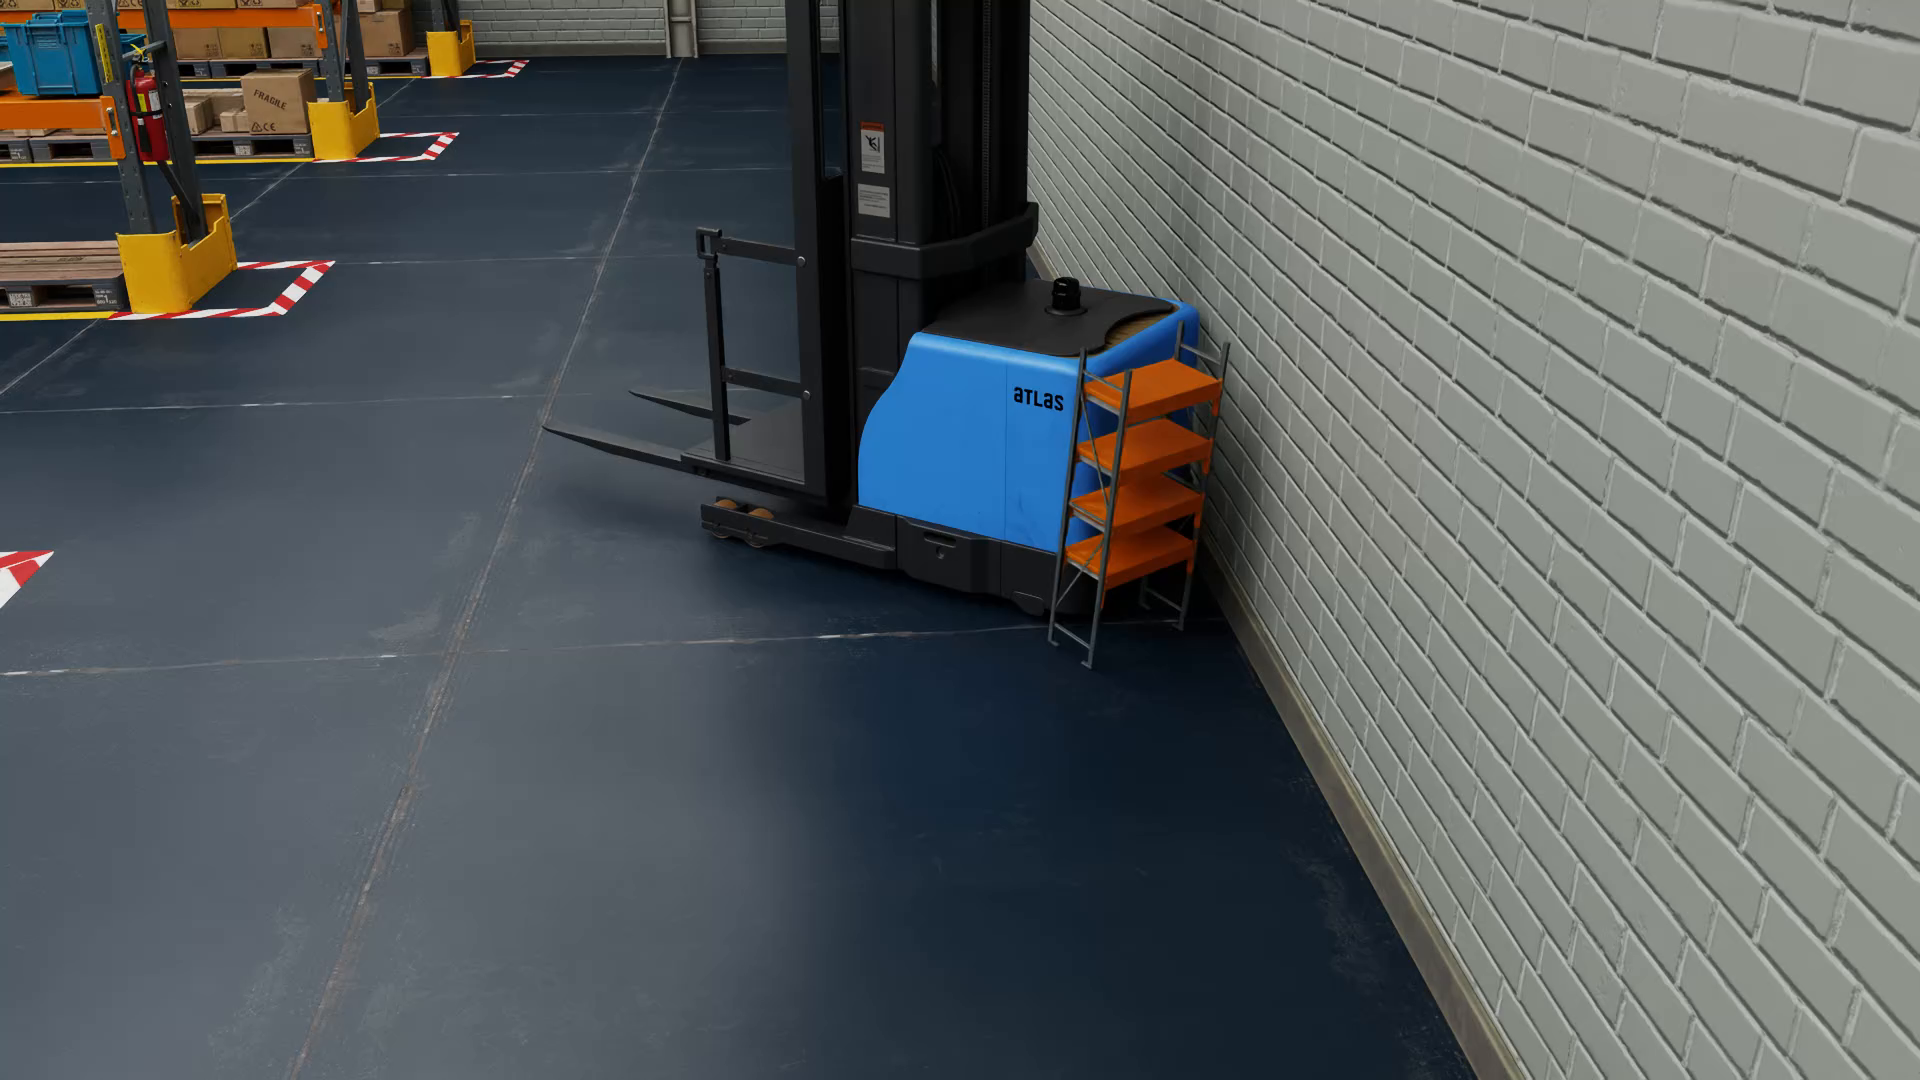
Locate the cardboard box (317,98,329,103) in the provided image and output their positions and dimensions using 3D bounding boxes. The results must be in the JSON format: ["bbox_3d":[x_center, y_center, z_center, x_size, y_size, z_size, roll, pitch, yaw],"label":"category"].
[{"bbox_3d":[-6.058,-4.046,15.628,0.250,0.149,0.380,-2,24,-5],"label":"cardboard box"}]

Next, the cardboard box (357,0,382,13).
[{"bbox_3d":[-6.895,-6.226,19.327,0.250,0.149,0.380,-3,24,-6],"label":"cardboard box"}]

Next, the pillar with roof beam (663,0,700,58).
[{"bbox_3d":[-3.073,-8.486,15.263,0.400,9.000,9.100,-2,24,-5],"label":"pillar with roof beam"}]

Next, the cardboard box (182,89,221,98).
[{"bbox_3d":[-7.172,-4.023,15.452,0.500,0.250,0.500,-2,24,-5],"label":"cardboard box"}]

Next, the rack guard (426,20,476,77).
[{"bbox_3d":[-6.075,-5.886,19.878,0.348,0.500,1.175,-2,24,-5],"label":"rack guard"}]

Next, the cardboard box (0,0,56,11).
[{"bbox_3d":[-8.047,-4.862,14.373,0.500,0.500,0.500,-2,24,-5],"label":"cardboard box"}]

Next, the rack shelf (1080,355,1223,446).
[{"bbox_3d":[0.672,-0.500,5.906,0.480,0.148,0.258,-19,36,-36],"label":"rack shelf"}]

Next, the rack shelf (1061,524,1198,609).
[{"bbox_3d":[0.625,0.075,6.224,0.480,0.148,0.258,-19,36,-36],"label":"rack shelf"}]

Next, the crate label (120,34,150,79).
[{"bbox_3d":[-5.403,-3.097,10.658,0.303,0.233,0.416,-2,24,-5],"label":"crate label"}]

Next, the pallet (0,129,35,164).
[{"bbox_3d":[-8.905,-3.618,15.131,1.213,0.211,1.003,-2,24,-5],"label":"pallet"}]

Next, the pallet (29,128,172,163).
[{"bbox_3d":[-7.688,-3.668,15.244,1.213,0.211,1.003,-2,24,-5],"label":"pallet"}]

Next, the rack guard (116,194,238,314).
[{"bbox_3d":[-5.102,-1.887,10.880,0.348,0.500,1.175,-2,24,-5],"label":"rack guard"}]

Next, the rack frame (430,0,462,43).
[{"bbox_3d":[-6.098,-7.028,19.368,0.127,3.000,1.000,-2,24,-5],"label":"rack frame"}]

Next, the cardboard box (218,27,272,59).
[{"bbox_3d":[-8.314,-5.944,19.491,0.500,0.500,0.700,-2,24,-4],"label":"cardboard box"}]

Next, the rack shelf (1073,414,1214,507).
[{"bbox_3d":[0.655,-0.294,6.021,0.480,0.148,0.258,-19,36,-36],"label":"rack shelf"}]

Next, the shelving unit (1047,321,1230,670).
[{"bbox_3d":[0.644,-0.157,6.096,0.503,1.200,0.258,-19,36,-36],"label":"shelving unit"}]

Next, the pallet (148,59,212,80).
[{"bbox_3d":[-9.315,-5.592,19.572,1.213,0.211,1.003,-2,24,-5],"label":"pallet"}]

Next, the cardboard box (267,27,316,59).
[{"bbox_3d":[-7.784,-5.968,19.546,0.500,0.500,0.700,-3,24,-7],"label":"cardboard box"}]

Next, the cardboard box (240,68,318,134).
[{"bbox_3d":[-6.125,-3.963,15.009,0.500,0.500,0.500,-2,24,-5],"label":"cardboard box"}]

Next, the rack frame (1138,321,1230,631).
[{"bbox_3d":[0.832,-0.221,6.239,0.015,1.200,0.240,-19,36,-36],"label":"rack frame"}]

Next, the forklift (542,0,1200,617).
[{"bbox_3d":[-0.532,-1.473,6.954,3.031,2.935,1.130,14,28,29],"label":"forklift"}]

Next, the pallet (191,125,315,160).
[{"bbox_3d":[-6.477,-3.716,15.350,1.213,0.211,1.003,-2,24,-5],"label":"pallet"}]

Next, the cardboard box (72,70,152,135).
[{"bbox_3d":[-7.719,-4.003,15.095,0.637,0.503,0.797,-2,24,-5],"label":"cardboard box"}]

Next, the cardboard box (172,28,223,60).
[{"bbox_3d":[-8.825,-5.925,19.447,0.500,0.500,0.700,-3,24,-6],"label":"cardboard box"}]

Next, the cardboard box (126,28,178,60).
[{"bbox_3d":[-9.325,-5.906,19.405,0.500,0.500,0.700,-2,24,-4],"label":"cardboard box"}]

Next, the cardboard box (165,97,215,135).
[{"bbox_3d":[-7.073,-3.823,15.002,0.500,0.250,0.500,-2,24,-5],"label":"cardboard box"}]

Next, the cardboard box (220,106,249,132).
[{"bbox_3d":[-6.537,-3.831,15.122,0.250,0.166,0.380,-2,24,-5],"label":"cardboard box"}]

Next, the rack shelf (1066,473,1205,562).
[{"bbox_3d":[0.640,-0.098,6.129,0.480,0.148,0.258,-19,36,-36],"label":"rack shelf"}]

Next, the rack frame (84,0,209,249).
[{"bbox_3d":[-5.125,-3.023,10.358,0.127,3.000,1.000,-2,24,-5],"label":"rack frame"}]

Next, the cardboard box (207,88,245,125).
[{"bbox_3d":[-6.674,-4.043,15.497,0.500,0.250,0.500,-2,24,-5],"label":"cardboard box"}]

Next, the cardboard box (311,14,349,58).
[{"bbox_3d":[-7.283,-5.989,19.591,0.500,0.500,0.700,-2,24,-5],"label":"cardboard box"}]

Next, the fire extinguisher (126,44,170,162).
[{"bbox_3d":[-4.930,-2.640,10.050,0.183,0.674,0.296,-2,24,-5],"label":"fire extinguisher"}]

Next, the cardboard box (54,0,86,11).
[{"bbox_3d":[-7.541,-4.883,14.421,0.500,0.500,0.500,-3,24,-6],"label":"cardboard box"}]

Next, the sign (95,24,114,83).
[{"bbox_3d":[-5.054,-2.876,9.827,0.005,0.325,0.100,-2,24,-5],"label":"sign"}]

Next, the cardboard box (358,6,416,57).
[{"bbox_3d":[-6.785,-6.009,19.636,0.500,0.500,0.700,-2,24,-5],"label":"cardboard box"}]

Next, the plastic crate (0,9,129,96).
[{"bbox_3d":[-5.440,-2.978,10.139,0.499,0.435,0.616,-2,24,-5],"label":"plastic crate"}]

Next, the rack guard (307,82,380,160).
[{"bbox_3d":[-5.683,-3.880,15.364,0.348,0.500,1.175,-2,24,-5],"label":"rack guard"}]

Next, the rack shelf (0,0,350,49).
[{"bbox_3d":[-7.598,-4.617,14.830,4.000,0.370,1.077,-2,24,-5],"label":"rack shelf"}]

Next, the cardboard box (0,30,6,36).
[{"bbox_3d":[-10.713,-5.999,19.183,0.750,0.750,0.750,-2,24,-5],"label":"cardboard box"}]

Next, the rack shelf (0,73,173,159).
[{"bbox_3d":[-7.115,-2.615,10.325,4.000,0.370,1.077,-2,24,-5],"label":"rack shelf"}]

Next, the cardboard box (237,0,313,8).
[{"bbox_3d":[-6.027,-4.943,14.555,0.500,0.500,0.500,-2,24,-4],"label":"cardboard box"}]

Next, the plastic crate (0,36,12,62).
[{"bbox_3d":[-6.058,-3.071,10.598,0.300,0.233,0.416,-2,24,-5],"label":"plastic crate"}]

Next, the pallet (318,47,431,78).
[{"bbox_3d":[-6.886,-5.690,19.791,1.213,0.211,1.003,-2,24,-5],"label":"pallet"}]

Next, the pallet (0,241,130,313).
[{"bbox_3d":[-5.949,-1.732,10.886,1.213,0.211,1.003,-2,24,-5],"label":"pallet"}]

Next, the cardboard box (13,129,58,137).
[{"bbox_3d":[-8.290,-3.740,14.918,0.250,0.166,0.380,-2,24,-5],"label":"cardboard box"}]

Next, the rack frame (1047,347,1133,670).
[{"bbox_3d":[0.457,-0.094,5.954,0.015,1.200,0.240,-19,36,-36],"label":"rack frame"}]

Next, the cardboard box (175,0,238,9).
[{"bbox_3d":[-6.543,-4.921,14.505,0.500,0.500,0.500,-2,24,-5],"label":"cardboard box"}]

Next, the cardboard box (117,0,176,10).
[{"bbox_3d":[-7.040,-4.903,14.466,0.500,0.500,0.500,-2,24,-5],"label":"cardboard box"}]

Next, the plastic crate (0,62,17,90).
[{"bbox_3d":[-5.918,-2.824,10.162,0.243,0.136,0.396,-2,24,-5],"label":"plastic crate"}]

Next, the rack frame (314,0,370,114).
[{"bbox_3d":[-5.608,-5.025,14.863,0.127,3.000,1.000,-2,24,-5],"label":"rack frame"}]

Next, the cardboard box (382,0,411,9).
[{"bbox_3d":[-6.680,-6.391,19.698,0.250,0.149,0.380,-2,24,-5],"label":"cardboard box"}]

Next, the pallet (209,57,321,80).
[{"bbox_3d":[-8.098,-5.642,19.684,1.213,0.211,1.003,-2,24,-5],"label":"pallet"}]
